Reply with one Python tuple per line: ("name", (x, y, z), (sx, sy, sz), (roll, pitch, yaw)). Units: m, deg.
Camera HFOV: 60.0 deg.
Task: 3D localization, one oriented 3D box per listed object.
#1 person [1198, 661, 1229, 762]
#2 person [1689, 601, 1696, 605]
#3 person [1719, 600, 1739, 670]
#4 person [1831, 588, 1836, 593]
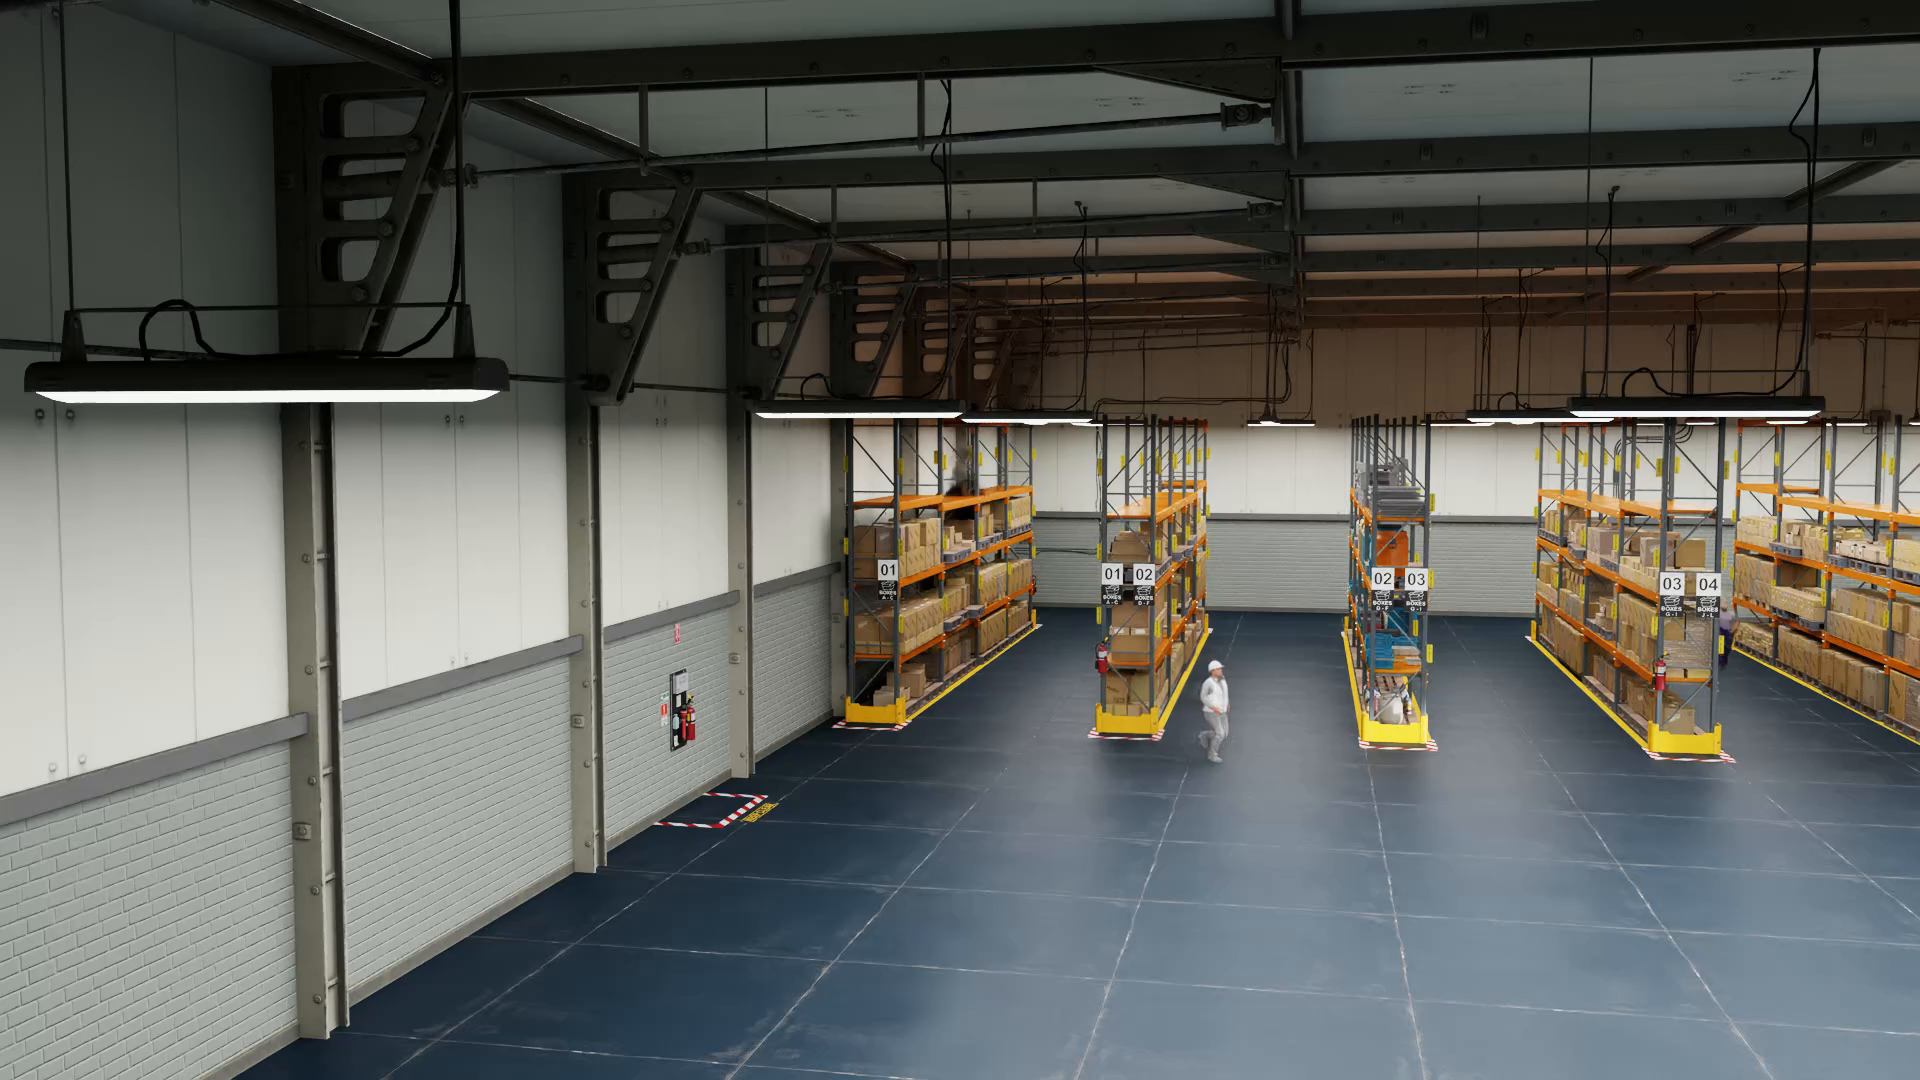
("person", (4.373, 2.951, 28.767), (0.680, 1.750, 0.649), (-4, 5, -43))
("person", (19.171, 1.995, 44.021), (0.615, 1.662, 0.839), (2, 4, 32))
("person", (18.341, 2.264, 39.880), (0.600, 1.654, 0.739), (1, 4, 21))
("person", (21.924, 2.062, 41.816), (0.650, 1.740, 0.577), (0, 4, 5))
